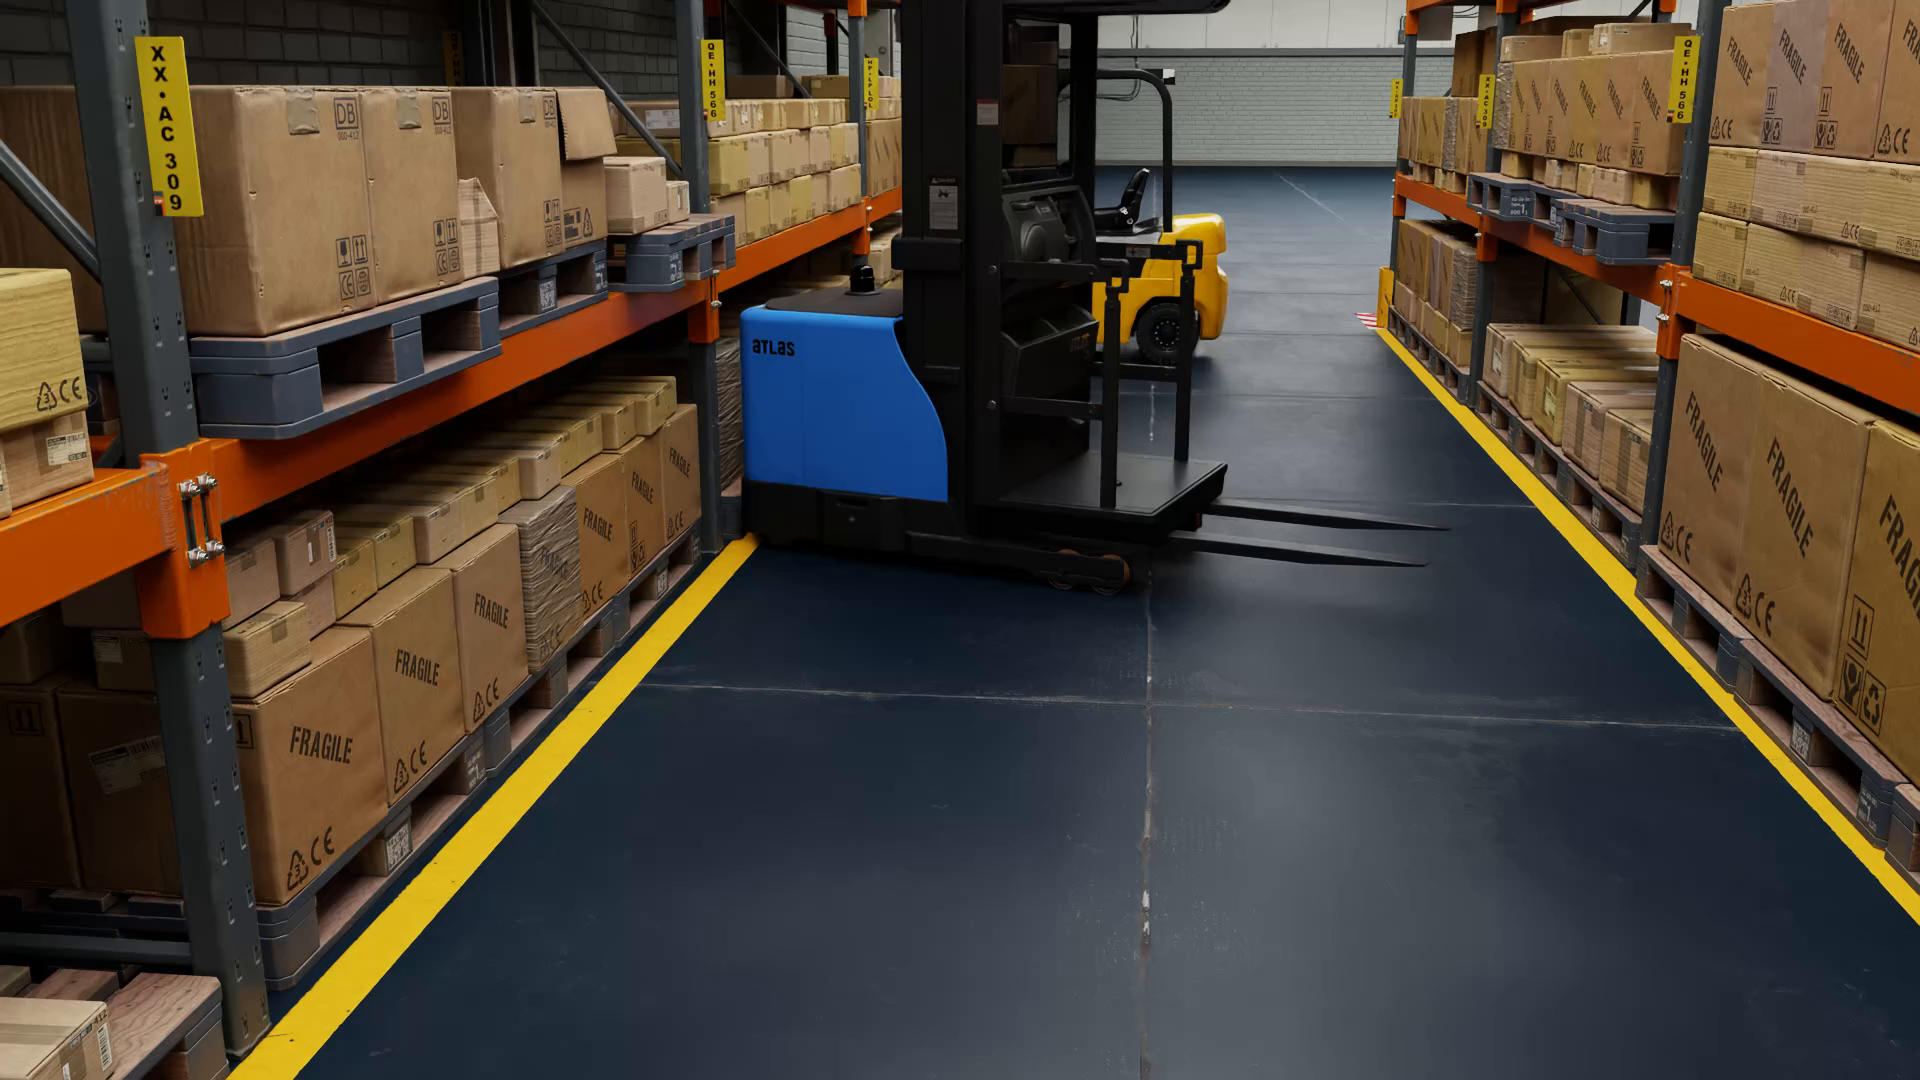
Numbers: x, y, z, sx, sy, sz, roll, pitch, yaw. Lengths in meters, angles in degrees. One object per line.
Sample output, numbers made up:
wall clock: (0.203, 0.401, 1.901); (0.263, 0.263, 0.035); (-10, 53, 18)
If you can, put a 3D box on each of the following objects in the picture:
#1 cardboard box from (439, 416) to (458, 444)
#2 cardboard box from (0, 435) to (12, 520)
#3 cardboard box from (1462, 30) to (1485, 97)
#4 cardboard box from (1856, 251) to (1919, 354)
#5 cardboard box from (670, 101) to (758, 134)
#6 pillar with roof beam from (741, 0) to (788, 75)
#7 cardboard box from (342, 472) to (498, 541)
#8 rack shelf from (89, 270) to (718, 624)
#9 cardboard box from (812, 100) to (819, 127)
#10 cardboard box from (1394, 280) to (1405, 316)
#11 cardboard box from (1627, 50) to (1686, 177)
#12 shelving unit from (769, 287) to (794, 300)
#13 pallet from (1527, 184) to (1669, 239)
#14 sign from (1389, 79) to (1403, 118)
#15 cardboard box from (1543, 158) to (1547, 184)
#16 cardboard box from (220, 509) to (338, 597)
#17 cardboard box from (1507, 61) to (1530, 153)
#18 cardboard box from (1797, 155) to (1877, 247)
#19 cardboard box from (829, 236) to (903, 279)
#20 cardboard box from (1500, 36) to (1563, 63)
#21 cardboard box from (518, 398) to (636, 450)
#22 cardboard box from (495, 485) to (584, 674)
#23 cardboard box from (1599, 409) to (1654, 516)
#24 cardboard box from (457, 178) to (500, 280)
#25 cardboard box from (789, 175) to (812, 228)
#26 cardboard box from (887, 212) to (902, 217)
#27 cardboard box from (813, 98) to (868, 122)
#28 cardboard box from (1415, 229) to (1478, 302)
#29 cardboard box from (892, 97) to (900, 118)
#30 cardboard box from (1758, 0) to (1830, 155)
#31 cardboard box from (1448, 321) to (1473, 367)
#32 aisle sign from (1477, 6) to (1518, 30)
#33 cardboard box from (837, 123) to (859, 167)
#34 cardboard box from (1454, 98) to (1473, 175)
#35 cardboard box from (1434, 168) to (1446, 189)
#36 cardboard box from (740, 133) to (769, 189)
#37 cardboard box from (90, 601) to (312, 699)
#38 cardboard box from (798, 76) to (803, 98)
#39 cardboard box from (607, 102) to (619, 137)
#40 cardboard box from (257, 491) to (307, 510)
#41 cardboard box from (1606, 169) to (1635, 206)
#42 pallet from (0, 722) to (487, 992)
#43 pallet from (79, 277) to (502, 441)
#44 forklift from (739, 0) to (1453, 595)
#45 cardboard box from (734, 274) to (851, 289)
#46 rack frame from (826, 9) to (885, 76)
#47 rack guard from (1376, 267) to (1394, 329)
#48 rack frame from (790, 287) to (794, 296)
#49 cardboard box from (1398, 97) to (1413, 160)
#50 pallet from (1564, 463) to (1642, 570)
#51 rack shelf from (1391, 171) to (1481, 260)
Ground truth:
cardboard box: (-2.066, -0.385, 6.079); (0.380, 0.149, 0.250); (1, 15, 4)
cardboard box: (-1.814, -0.087, 2.719); (0.380, 0.149, 0.250); (2, 15, 8)
cardboard box: (4.360, -3.738, 13.064); (0.700, 0.500, 0.500); (2, 15, 7)
cardboard box: (2.900, -0.669, 4.678); (0.500, 0.250, 0.500); (2, 15, 6)
cardboard box: (-1.192, -2.044, 8.042); (0.380, 0.149, 0.250); (2, 15, 7)
pillar with roof beam: (2.637, -6.094, 12.960); (9.100, 9.000, 0.400); (2, 15, 6)
cardboard box: (-1.631, -0.102, 5.033); (0.380, 0.149, 0.250); (2, 15, 8)
rack shelf: (-1.795, -0.538, 5.284); (1.077, 0.370, 4.000); (2, 15, 6)
cardboard box: (-1.017, -2.440, 9.506); (0.380, 0.149, 0.250); (1, 15, 5)
cardboard box: (3.900, -2.008, 13.805); (0.500, 0.250, 0.500); (2, 15, 6)
cardboard box: (3.138, -1.780, 6.931); (0.500, 0.500, 0.500); (1, 15, 5)
shelving unit: (-0.778, -0.706, 8.244); (0.215, 1.050, 0.252); (5, 17, 18)
pallet: (3.546, -1.681, 8.500); (1.003, 0.211, 1.213); (2, 15, 6)
sign: (3.727, -3.768, 14.191); (0.100, 0.325, 0.005); (2, 15, 6)
cardboard box: (3.345, -1.974, 8.892); (0.380, 0.149, 0.250); (2, 15, 7)
cardboard box: (-1.734, 0.026, 3.989); (0.380, 0.149, 0.250); (1, 15, 4)
cardboard box: (3.421, -2.448, 9.402); (0.500, 0.500, 0.500); (2, 15, 6)
cardboard box: (2.932, -1.041, 5.094); (0.500, 0.250, 0.500); (2, 15, 6)
cardboard box: (-0.684, -2.048, 12.038); (0.500, 0.250, 0.500); (2, 15, 6)
cardboard box: (3.410, -2.893, 9.804); (0.380, 0.149, 0.250); (2, 15, 6)
cardboard box: (-1.447, -0.439, 6.281); (0.380, 0.149, 0.250); (1, 15, 4)
cardboard box: (-1.567, 0.116, 5.470); (0.500, 0.500, 0.500); (1, 15, 4)
cardboard box: (3.437, -0.339, 7.400); (0.950, 0.372, 0.625); (1, 15, 2)
cardboard box: (-1.483, -0.854, 4.525); (0.396, 0.266, 0.258); (2, 15, 9)
cardboard box: (-1.103, -1.838, 9.001); (0.500, 0.250, 0.500); (2, 15, 8)
cardboard box: (-0.409, -2.708, 14.480); (0.500, 0.250, 0.500); (2, 15, 8)
cardboard box: (-0.821, -2.878, 11.124); (0.380, 0.149, 0.250); (1, 15, 5)
cardboard box: (3.778, -2.098, 12.702); (0.500, 0.500, 0.500); (2, 15, 7)
cardboard box: (-0.648, -3.209, 12.349); (0.380, 0.149, 0.250); (1, 15, 4)
cardboard box: (3.018, -1.540, 5.505); (0.500, 0.500, 0.500); (2, 15, 6)
cardboard box: (3.614, -1.333, 11.308); (0.500, 0.250, 0.500); (2, 15, 9)
aisle sign: (4.561, -4.596, 13.933); (0.394, 0.787, 0.004); (2, 15, 6)
cardboard box: (-0.919, -2.476, 10.401); (0.500, 0.250, 0.500); (1, 15, 5)
cardboard box: (3.669, -2.745, 11.304); (0.500, 0.500, 0.500); (2, 15, 8)
cardboard box: (3.711, -2.664, 12.250); (0.380, 0.149, 0.250); (2, 15, 7)
cardboard box: (-1.219, -1.811, 7.942); (0.500, 0.250, 0.500); (2, 15, 8)
cardboard box: (-1.716, 0.239, 3.774); (0.380, 0.149, 0.250); (2, 15, 9)
cardboard box: (-1.296, -3.171, 11.639); (0.380, 0.149, 0.250); (2, 15, 6)
cardboard box: (-1.734, -1.856, 7.345); (0.380, 0.149, 0.250); (2, 15, 8)
cardboard box: (-2.135, -0.049, 4.837); (0.380, 0.149, 0.250); (2, 15, 8)
cardboard box: (3.108, -1.571, 7.401); (0.380, 0.149, 0.250); (2, 15, 6)
pallet: (-1.967, 0.767, 4.420); (1.003, 0.211, 1.213); (2, 15, 6)
pallet: (-1.822, -0.478, 4.051); (1.003, 0.211, 1.213); (2, 15, 6)
forklift: (0.569, -1.346, 7.026); (3.031, 2.935, 1.130); (7, 17, 24)
cardboard box: (-1.166, -1.362, 10.699); (0.875, 0.625, 0.625); (2, 15, 9)
rack frame: (-0.667, -3.479, 14.782); (1.000, 3.000, 0.127); (2, 15, 6)
rack guard: (4.257, -2.107, 14.498); (1.175, 0.500, 0.348); (2, 15, 6)
rack frame: (-0.739, -0.740, 8.354); (0.200, 1.050, 0.008); (5, 17, 18)
cardboard box: (3.937, -3.411, 13.769); (0.500, 0.500, 0.500); (1, 15, 5)
pallet: (3.453, -0.115, 7.685); (1.003, 0.211, 1.213); (2, 15, 6)
rack shelf: (4.040, -2.468, 12.420); (1.077, 0.370, 4.000); (2, 15, 6)
